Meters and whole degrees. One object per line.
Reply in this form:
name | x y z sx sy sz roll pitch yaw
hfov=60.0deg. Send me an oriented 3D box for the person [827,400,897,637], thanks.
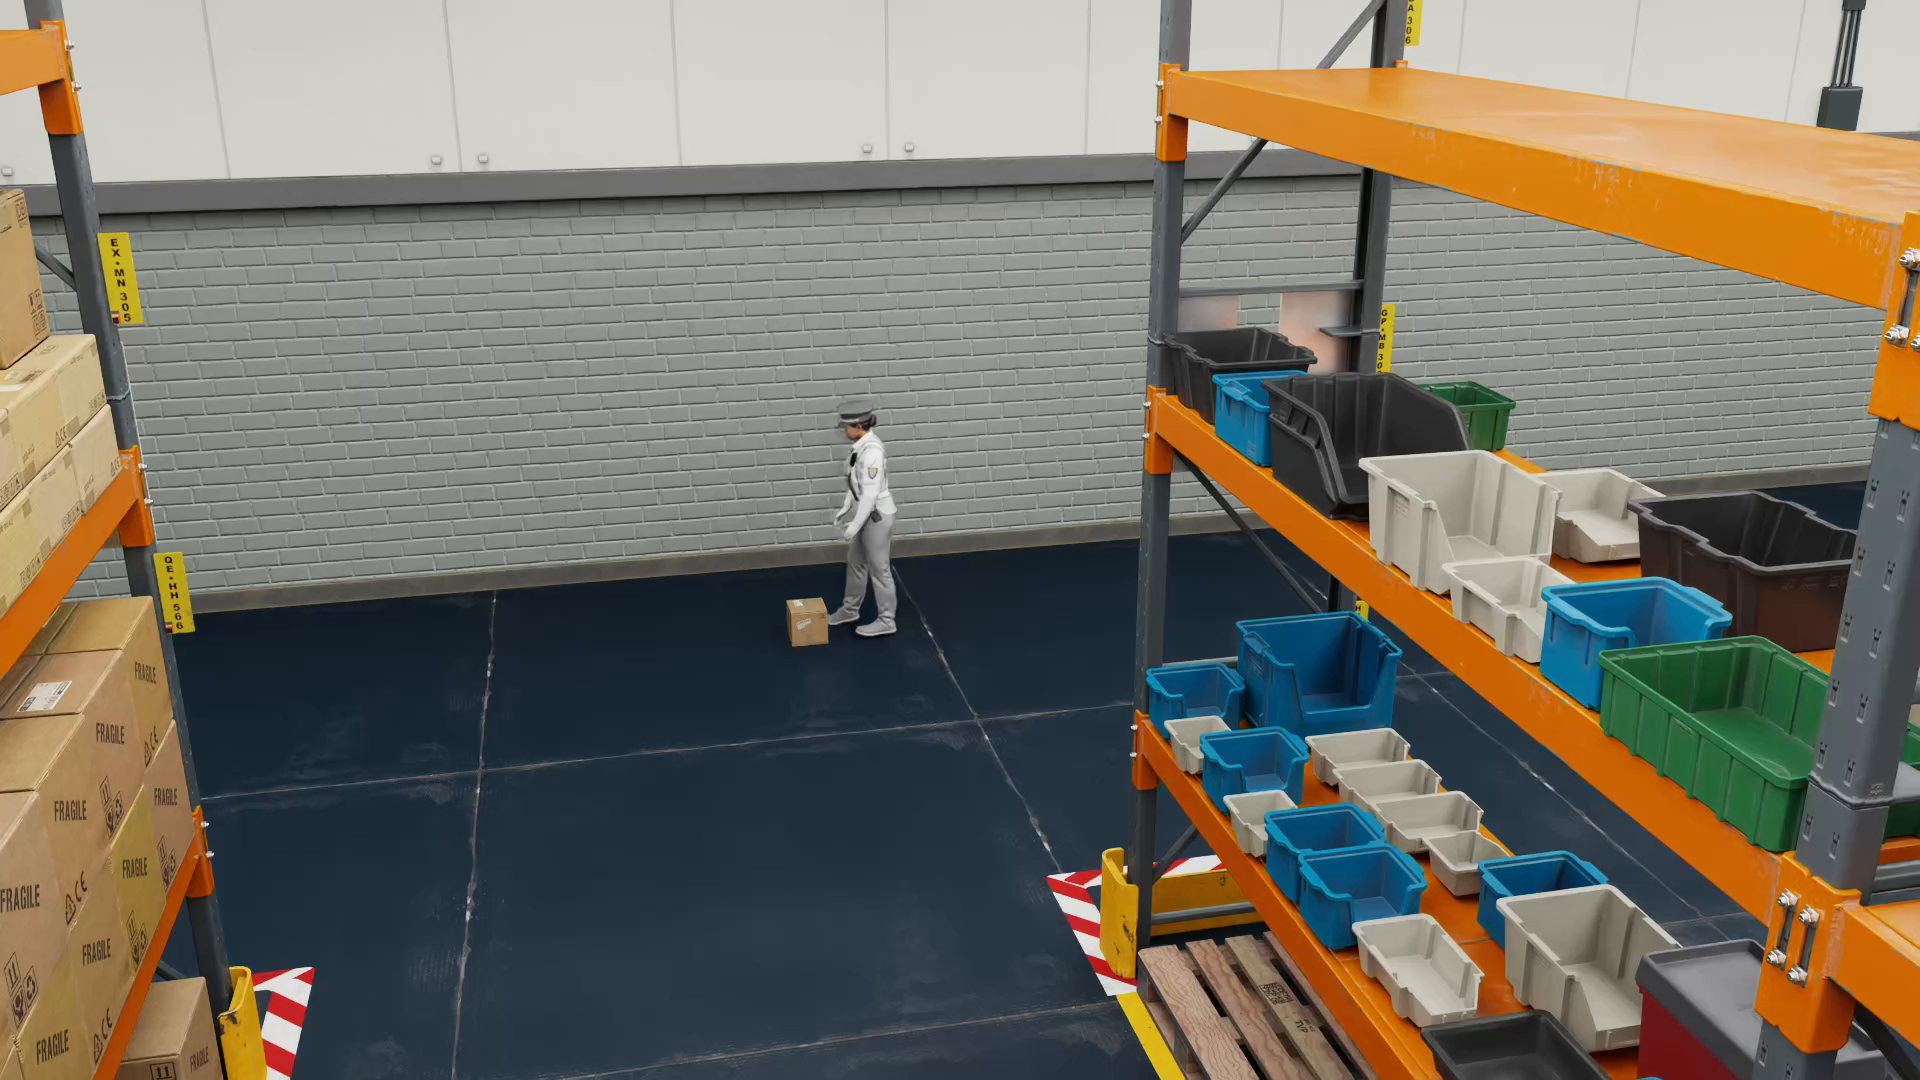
person | -0.701 -0.139 11.432 0.514 1.679 0.521 -4 20 -12
